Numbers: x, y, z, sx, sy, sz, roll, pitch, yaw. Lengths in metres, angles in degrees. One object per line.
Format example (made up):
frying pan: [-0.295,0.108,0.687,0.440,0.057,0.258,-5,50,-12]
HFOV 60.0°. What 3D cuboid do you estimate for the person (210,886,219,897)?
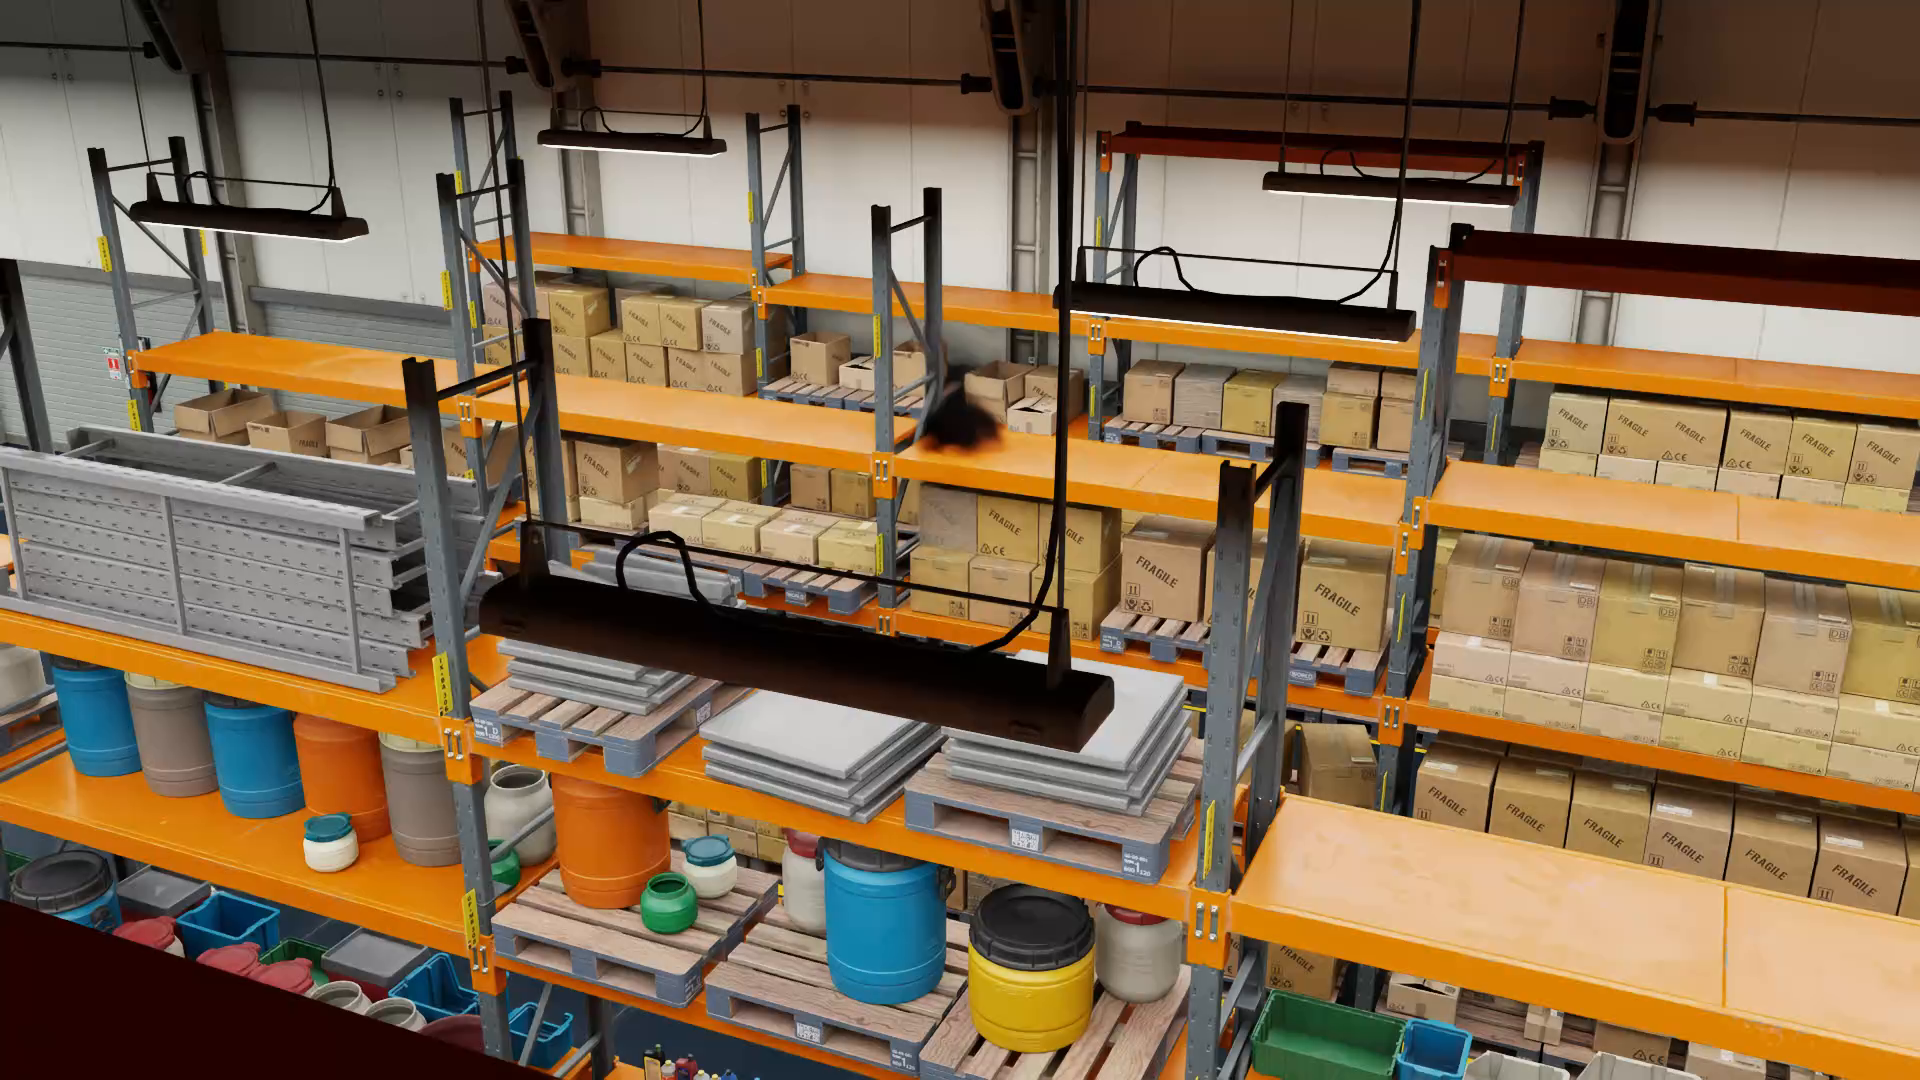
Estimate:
person: [-6.257,2.560,13.419,0.669,1.745,0.656,11,23,26]
